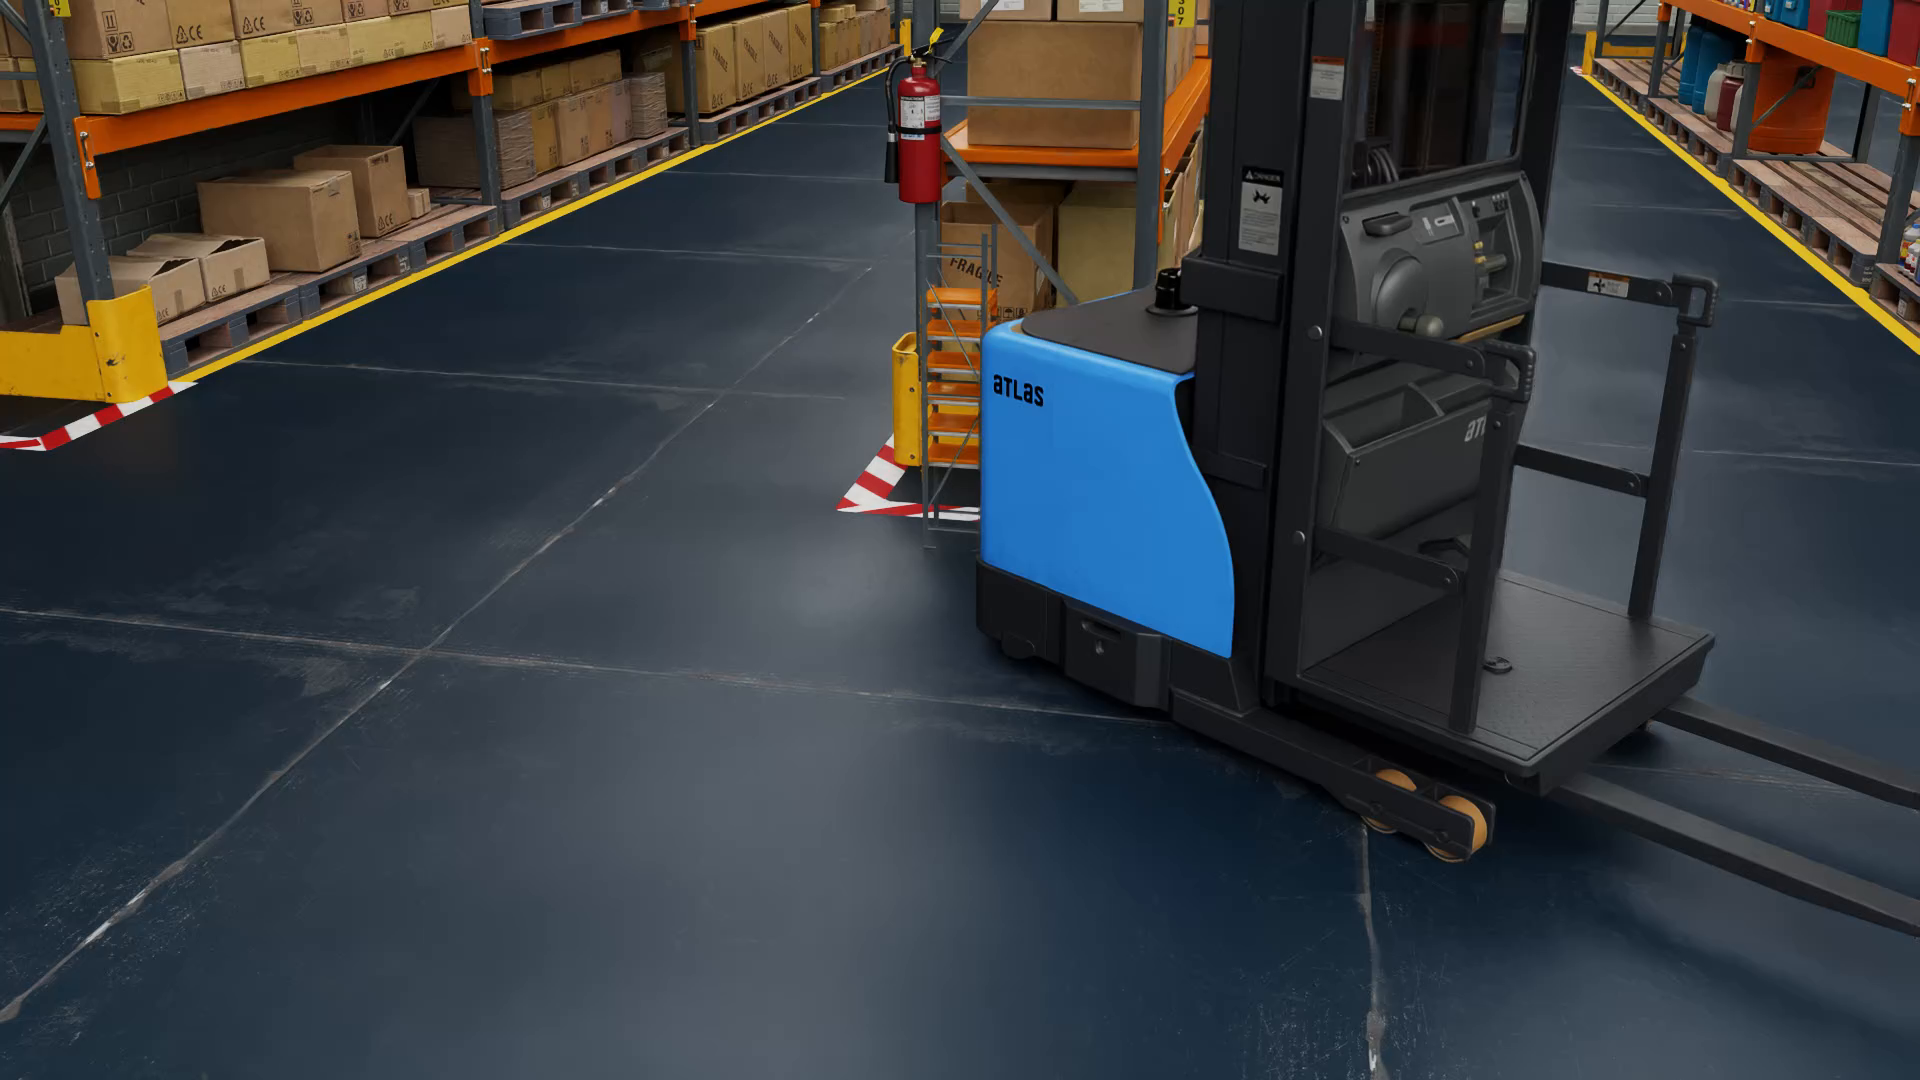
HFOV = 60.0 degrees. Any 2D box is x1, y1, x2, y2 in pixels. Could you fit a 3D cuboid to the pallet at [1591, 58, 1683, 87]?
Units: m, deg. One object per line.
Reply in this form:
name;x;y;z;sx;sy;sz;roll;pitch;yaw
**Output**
pallet;8.221;-5.626;20.040;1.003;0.211;1.213;4;22;11

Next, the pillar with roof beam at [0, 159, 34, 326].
pillar with roof beam;-1.025;-4.898;6.471;9.100;9.000;0.400;4;22;11

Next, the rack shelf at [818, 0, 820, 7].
rack shelf;-1.679;-6.908;20.454;1.077;0.370;4.000;4;22;11

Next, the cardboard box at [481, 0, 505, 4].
cardboard box;-3.582;-4.019;11.594;0.700;0.500;0.500;5;22;11

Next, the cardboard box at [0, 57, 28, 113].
cardboard box;-4.630;-2.247;8.092;0.500;0.250;0.500;5;22;12

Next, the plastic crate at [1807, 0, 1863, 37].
plastic crate;6.166;-3.754;11.575;0.402;0.464;0.583;4;22;11

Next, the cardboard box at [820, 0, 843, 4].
cardboard box;-1.691;-6.737;20.982;0.380;0.149;0.250;5;22;12

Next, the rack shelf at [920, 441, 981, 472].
rack shelf;-0.003;-0.287;6.223;0.258;0.103;0.180;4;22;11

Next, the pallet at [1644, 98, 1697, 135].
pallet;7.413;-4.183;16.457;1.003;0.211;1.213;4;22;11

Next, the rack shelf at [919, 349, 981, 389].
rack shelf;-0.003;-0.621;6.088;0.258;0.103;0.180;4;22;11

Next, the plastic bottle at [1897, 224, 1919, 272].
plastic bottle;5.485;-1.685;9.585;0.097;0.271;0.097;0;22;0

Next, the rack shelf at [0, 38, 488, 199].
rack shelf;-4.128;-2.520;9.557;1.077;0.370;4.000;4;22;11

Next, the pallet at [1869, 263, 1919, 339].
pallet;5.801;-1.294;9.283;1.003;0.211;1.213;4;22;11

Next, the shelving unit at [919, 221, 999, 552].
shelving unit;-0.003;-0.551;6.116;0.258;1.200;0.189;4;22;11

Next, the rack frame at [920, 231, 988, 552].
rack frame;-0.022;-0.518;6.033;0.240;1.200;0.006;4;22;11

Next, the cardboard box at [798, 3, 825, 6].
cardboard box;-1.847;-6.456;20.284;0.380;0.149;0.250;5;22;11

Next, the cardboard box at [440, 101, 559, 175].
cardboard box;-3.529;-3.093;12.774;0.700;0.500;0.500;4;22;10

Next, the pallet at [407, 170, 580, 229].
pallet;-3.562;-2.576;12.467;1.003;0.211;1.213;4;22;11

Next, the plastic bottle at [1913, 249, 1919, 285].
plastic bottle;5.446;-1.567;9.285;0.152;0.276;0.135;5;23;13

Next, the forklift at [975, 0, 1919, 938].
forklift;1.437;-0.747;4.284;1.130;2.935;3.031;-20;29;-40

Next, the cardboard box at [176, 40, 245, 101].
cardboard box;-4.033;-2.407;8.488;0.500;0.250;0.500;4;22;9

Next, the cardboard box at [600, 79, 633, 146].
cardboard box;-3.218;-3.645;14.147;0.700;0.500;0.500;4;22;11

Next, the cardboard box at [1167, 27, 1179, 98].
cardboard box;0.735;-2.528;8.482;0.700;0.500;0.500;5;23;13

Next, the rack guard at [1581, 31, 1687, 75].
rack guard;8.420;-6.068;20.752;1.175;0.500;0.348;4;22;11

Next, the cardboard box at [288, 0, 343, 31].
cardboard box;-3.828;-3.119;9.254;0.500;0.500;0.500;5;23;13

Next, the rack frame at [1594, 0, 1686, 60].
rack frame;8.428;-7.218;20.261;1.000;3.000;0.127;4;22;11

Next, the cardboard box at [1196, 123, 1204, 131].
cardboard box;1.566;-2.703;11.417;0.500;0.311;0.500;4;22;10

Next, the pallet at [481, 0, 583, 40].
pallet;-3.421;-3.764;11.941;1.003;0.211;1.213;4;22;11

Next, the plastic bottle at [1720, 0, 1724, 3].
plastic bottle;6.693;-4.837;14.504;0.061;0.283;0.133;4;22;11

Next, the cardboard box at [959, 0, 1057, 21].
cardboard box;0.206;-2.247;6.916;0.380;0.149;0.250;4;22;10

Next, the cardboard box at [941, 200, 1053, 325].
cardboard box;0.133;-1.232;7.511;0.500;0.500;0.500;4;22;11

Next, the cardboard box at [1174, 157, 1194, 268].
cardboard box;0.950;-1.740;8.774;0.500;0.500;0.500;4;22;11

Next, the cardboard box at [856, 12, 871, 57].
cardboard box;-1.520;-6.378;20.959;0.700;0.500;0.500;4;22;9

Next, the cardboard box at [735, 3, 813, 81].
cardboard box;-2.093;-5.460;18.212;0.750;0.750;0.750;5;22;12

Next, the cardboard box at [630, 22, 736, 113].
cardboard box;-2.625;-4.504;15.838;0.750;0.750;0.750;4;22;10

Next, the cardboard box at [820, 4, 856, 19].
cardboard box;-1.479;-6.415;20.181;0.380;0.149;0.250;4;22;9

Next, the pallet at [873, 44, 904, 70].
pallet;-1.358;-6.381;21.916;1.003;0.211;1.213;4;22;11

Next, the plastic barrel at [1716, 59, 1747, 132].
plastic barrel;7.109;-3.962;14.841;0.600;0.588;0.708;4;22;11

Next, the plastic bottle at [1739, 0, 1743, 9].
plastic bottle;6.568;-4.541;13.881;0.097;0.201;0.097;0;22;0

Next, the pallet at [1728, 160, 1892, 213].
pallet;6.599;-2.719;12.821;1.003;0.211;1.213;4;22;11

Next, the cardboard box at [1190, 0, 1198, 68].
cardboard box;1.046;-3.092;9.882;0.700;0.500;0.500;4;22;10

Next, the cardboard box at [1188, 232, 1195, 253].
cardboard box;1.051;-1.575;9.369;0.500;0.250;0.500;4;22;11

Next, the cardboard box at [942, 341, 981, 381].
cardboard box;0.135;-0.884;7.651;0.500;0.250;0.500;4;22;11

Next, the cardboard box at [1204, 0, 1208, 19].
cardboard box;1.513;-3.910;11.914;0.500;0.500;0.500;4;22;11

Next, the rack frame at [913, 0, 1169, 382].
rack frame;0.314;-1.746;6.673;1.000;3.000;0.127;4;22;11

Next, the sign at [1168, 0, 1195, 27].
sign;0.857;-2.139;6.386;0.100;0.325;0.005;4;22;11

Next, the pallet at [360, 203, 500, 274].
pallet;-3.822;-2.043;11.144;1.003;0.211;1.213;4;22;11

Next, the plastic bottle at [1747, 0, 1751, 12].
plastic bottle;6.502;-4.421;13.583;0.097;0.201;0.097;0;22;0

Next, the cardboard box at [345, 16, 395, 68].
cardboard box;-3.717;-2.961;9.865;0.500;0.250;0.500;4;22;11

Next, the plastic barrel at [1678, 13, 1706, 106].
plastic barrel;7.484;-4.779;16.451;0.600;0.901;0.708;4;22;11

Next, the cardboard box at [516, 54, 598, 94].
cardboard box;-3.277;-3.781;13.479;0.500;0.250;0.500;4;22;11

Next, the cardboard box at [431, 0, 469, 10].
cardboard box;-3.513;-3.676;10.636;0.500;0.500;0.500;4;22;11

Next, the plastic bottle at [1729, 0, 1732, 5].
plastic bottle;6.648;-4.684;14.234;0.097;0.201;0.097;0;22;0

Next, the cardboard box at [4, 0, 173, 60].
cardboard box;-4.144;-2.561;7.868;0.500;0.500;0.500;4;22;11

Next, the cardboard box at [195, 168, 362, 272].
cardboard box;-3.992;-1.886;9.777;0.700;0.500;0.500;3;22;8

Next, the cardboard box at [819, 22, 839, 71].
cardboard box;-1.834;-5.811;19.552;0.700;0.500;0.500;5;22;12

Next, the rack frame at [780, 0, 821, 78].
rack frame;-2.087;-6.510;18.504;1.000;3.000;0.127;4;22;11

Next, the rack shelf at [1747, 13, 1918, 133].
rack shelf;6.387;-3.227;11.315;1.077;0.370;4.000;4;22;11

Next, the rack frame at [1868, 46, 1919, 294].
rack frame;5.979;-2.829;9.364;1.000;3.000;0.127;4;22;11

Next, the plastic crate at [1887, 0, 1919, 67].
plastic crate;5.778;-3.060;9.850;0.402;0.464;0.583;4;22;11
